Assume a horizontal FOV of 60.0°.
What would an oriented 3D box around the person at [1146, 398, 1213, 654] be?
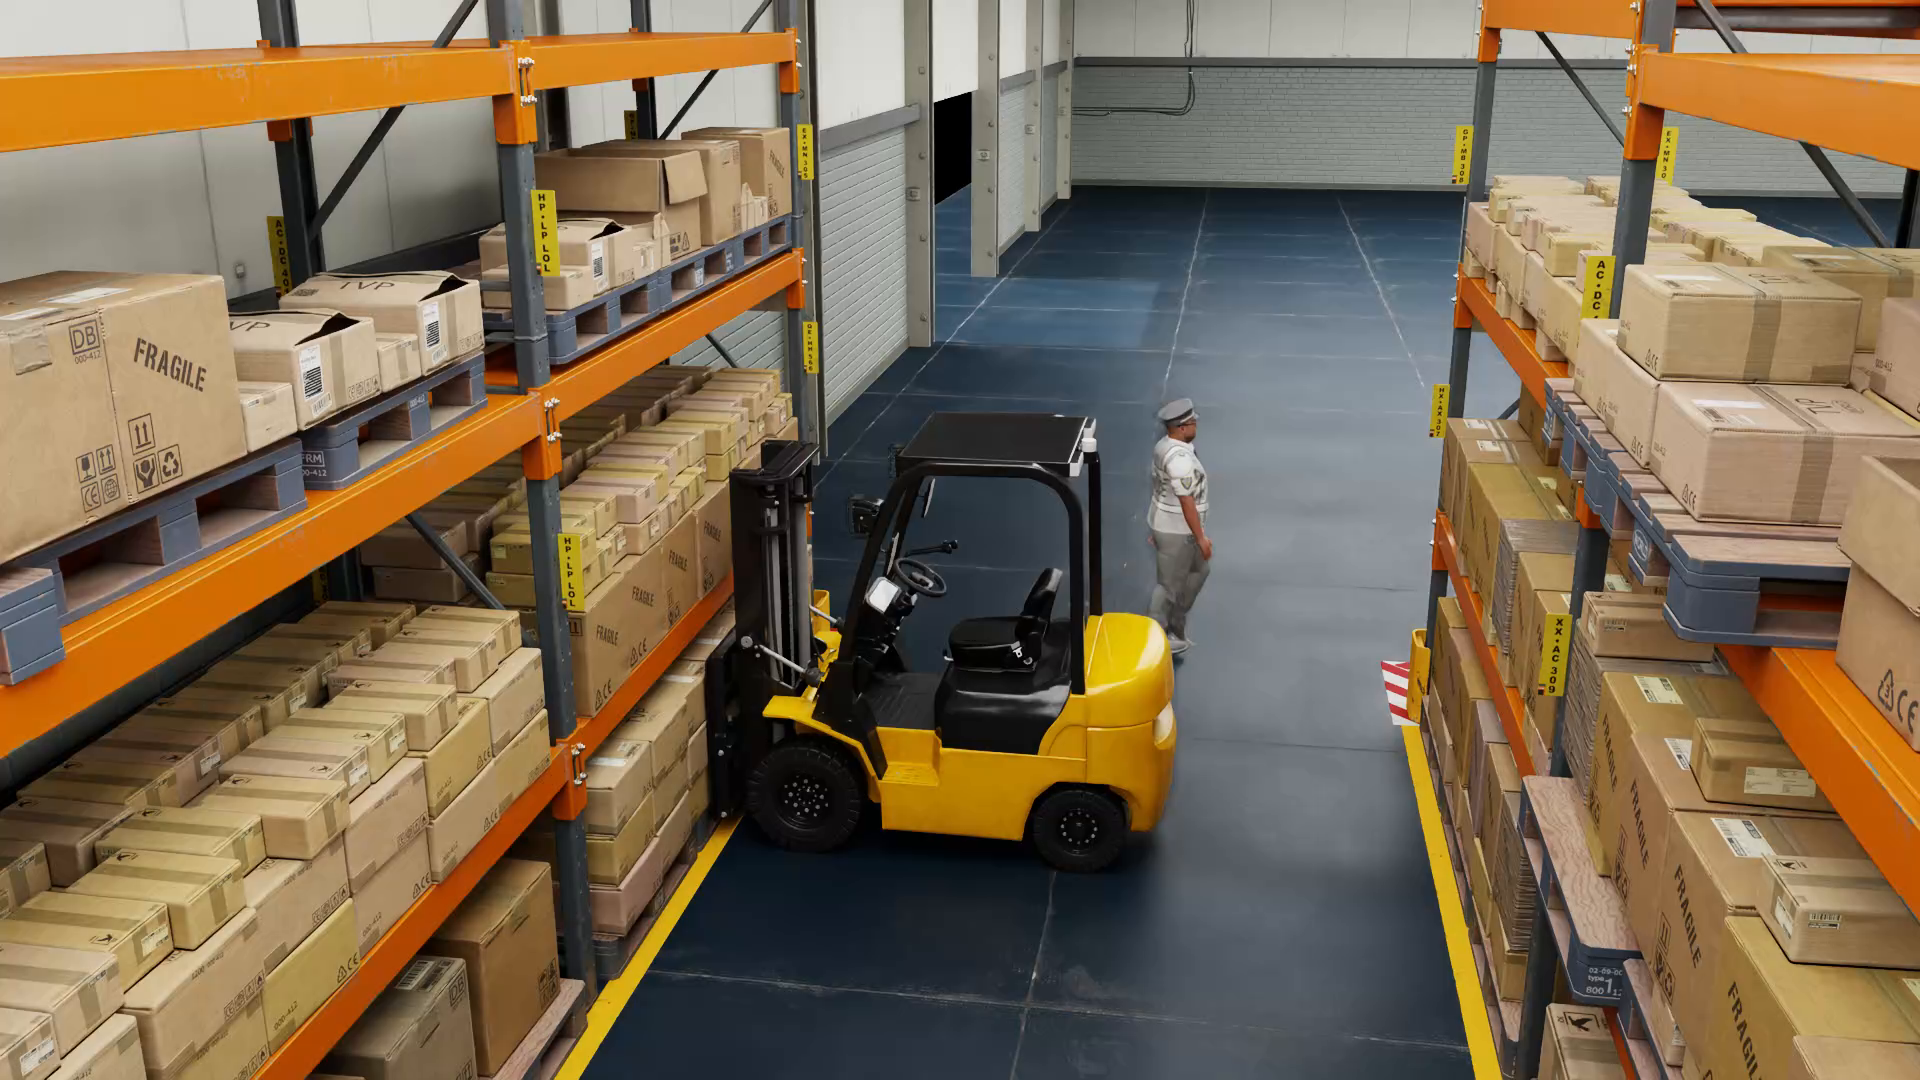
[{"bbox_3d":[1.485,-0.053,11.202,0.504,1.838,0.525,-1,18,-3],"label":"person"}]
